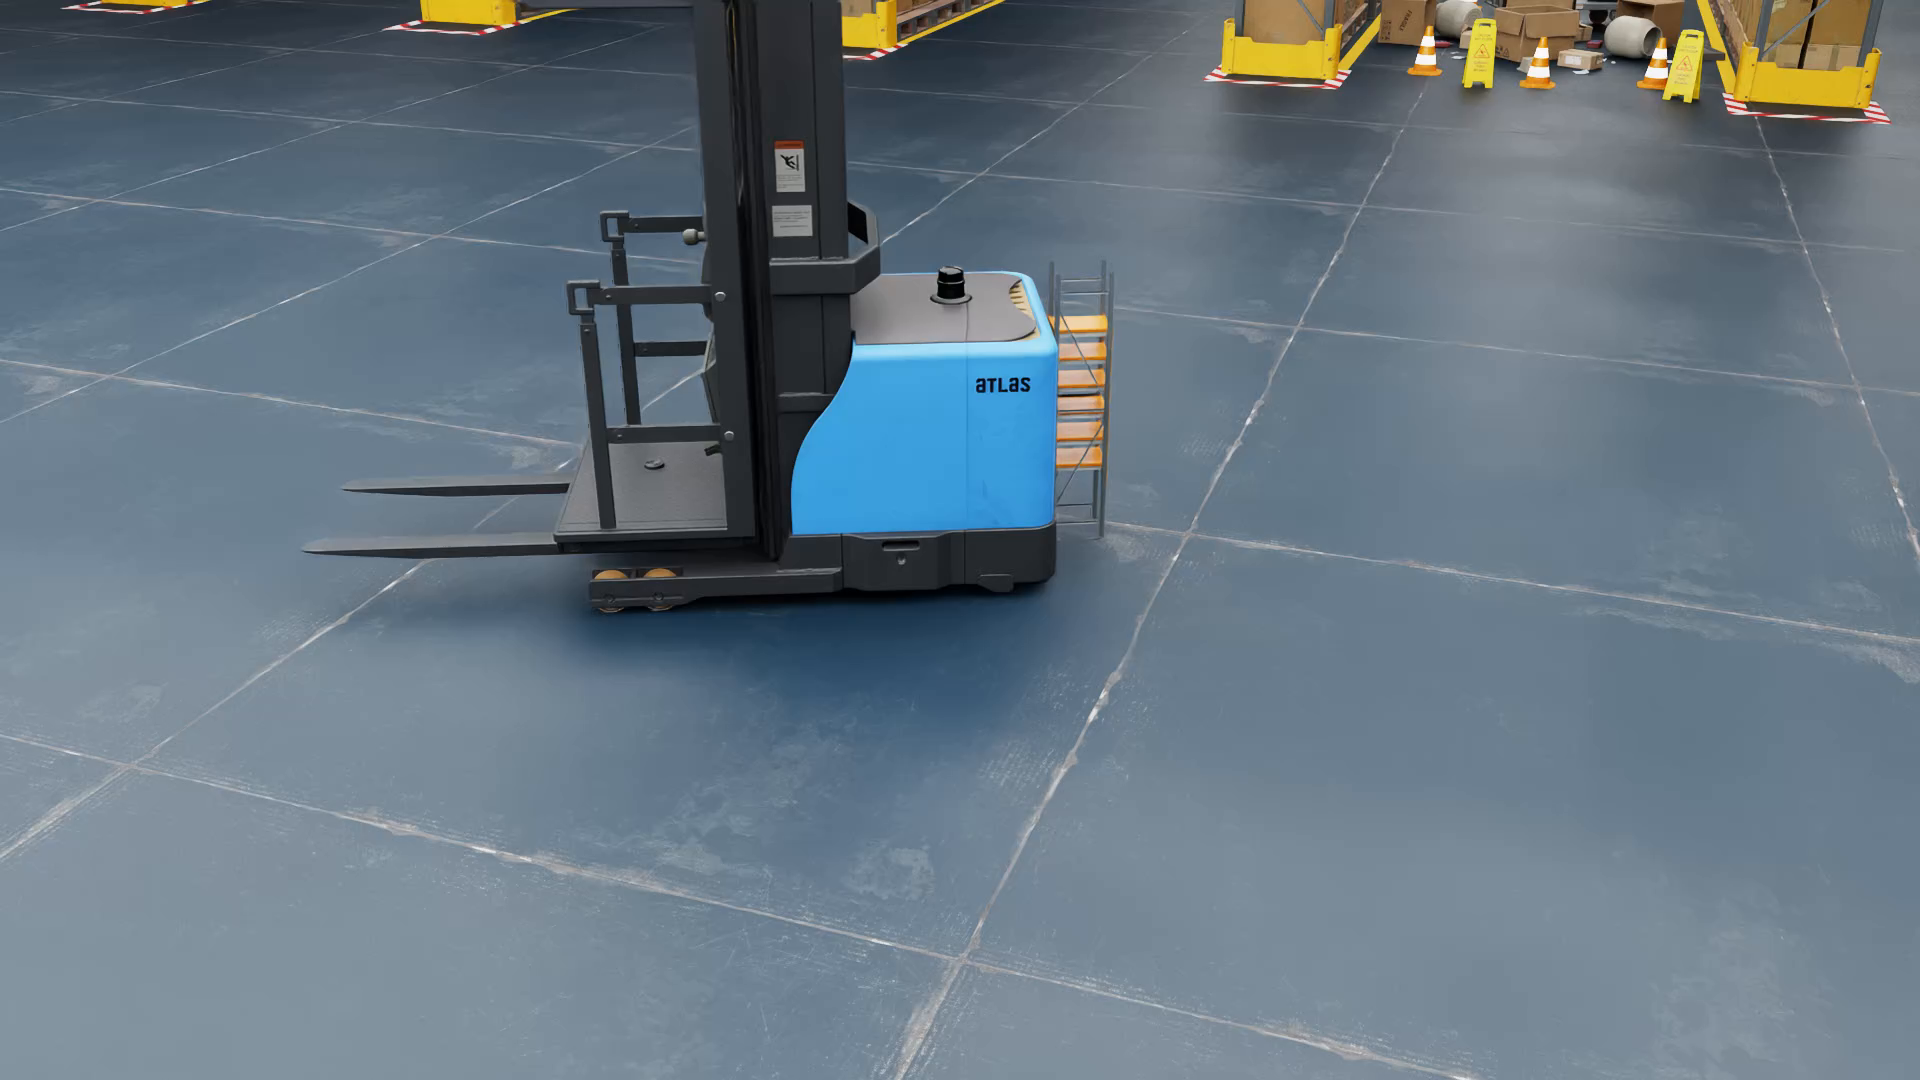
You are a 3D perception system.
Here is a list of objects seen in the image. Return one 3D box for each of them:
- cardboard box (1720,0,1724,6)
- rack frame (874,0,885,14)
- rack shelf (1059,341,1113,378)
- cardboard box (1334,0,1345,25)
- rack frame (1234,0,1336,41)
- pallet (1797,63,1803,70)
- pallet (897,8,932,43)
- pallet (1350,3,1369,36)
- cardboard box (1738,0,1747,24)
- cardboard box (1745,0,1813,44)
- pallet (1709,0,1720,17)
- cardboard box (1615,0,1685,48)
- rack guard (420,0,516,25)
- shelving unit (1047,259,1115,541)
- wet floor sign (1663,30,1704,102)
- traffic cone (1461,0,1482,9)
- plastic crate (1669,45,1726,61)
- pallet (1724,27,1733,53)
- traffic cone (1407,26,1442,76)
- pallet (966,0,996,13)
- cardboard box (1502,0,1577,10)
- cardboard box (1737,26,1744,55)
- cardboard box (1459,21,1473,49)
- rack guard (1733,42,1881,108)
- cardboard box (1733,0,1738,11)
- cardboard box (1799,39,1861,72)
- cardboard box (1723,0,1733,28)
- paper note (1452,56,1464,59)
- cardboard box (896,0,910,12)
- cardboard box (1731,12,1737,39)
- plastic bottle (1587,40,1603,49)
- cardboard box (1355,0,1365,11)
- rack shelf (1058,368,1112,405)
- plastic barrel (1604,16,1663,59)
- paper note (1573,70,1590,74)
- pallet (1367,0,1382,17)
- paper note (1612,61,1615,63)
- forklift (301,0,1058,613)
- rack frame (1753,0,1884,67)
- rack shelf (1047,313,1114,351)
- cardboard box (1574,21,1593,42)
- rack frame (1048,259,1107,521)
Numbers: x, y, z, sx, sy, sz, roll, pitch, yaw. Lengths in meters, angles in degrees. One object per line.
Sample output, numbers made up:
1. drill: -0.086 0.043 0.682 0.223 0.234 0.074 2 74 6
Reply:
1. cardboard box: 9.757 -6.684 20.146 0.950 0.372 0.625 11 28 21
2. rack frame: -1.328 -6.959 18.180 1.000 3.000 0.127 9 27 17
3. rack shelf: 0.498 -0.756 6.985 0.258 0.103 0.180 -2 26 -5
4. cardboard box: 3.770 -6.081 18.323 0.875 0.875 0.875 8 27 17
5. rack frame: 3.316 -6.198 16.609 1.000 3.000 0.127 9 27 17
6. pallet: 8.346 -4.627 16.563 1.003 0.211 1.213 9 27 17
7. pallet: -0.999 -6.064 19.532 1.003 0.211 1.213 9 27 17
8. pallet: 4.320 -6.286 19.990 1.003 0.211 1.213 9 27 17
9. cardboard box: 8.383 -5.599 17.185 0.500 0.500 0.500 8 27 16
10. cardboard box: 8.038 -5.178 16.315 0.500 0.500 0.500 9 27 18
11. pallet: 10.010 -6.734 20.915 1.003 0.211 1.213 9 27 17
12. cardboard box: 7.709 -5.799 18.650 0.500 0.500 0.500 -14 29 -27
13. rack guard: -6.018 -6.590 20.287 1.175 0.500 0.348 9 27 17
14. shelving unit: 0.498 -0.580 7.070 0.258 1.200 0.189 -2 26 -5
15. wet floor sign: 6.945 -4.539 15.885 0.267 0.644 0.232 20 32 35
16. traffic cone: 6.517 -7.032 21.243 0.336 0.463 0.334 9 27 17
17. plastic crate: 8.053 -5.325 18.157 0.402 0.080 0.583 0 26 -1
18. pallet: 9.158 -5.629 18.634 1.003 0.211 1.213 9 27 17
19. traffic cone: 4.832 -5.069 17.187 0.336 0.463 0.334 9 27 17
20. pallet: -0.187 -7.066 21.602 1.003 0.211 1.213 9 27 17
21. cardboard box: 6.518 -5.934 18.772 0.797 0.637 0.503 9 27 17
22. cardboard box: 8.212 -5.056 16.924 0.500 0.250 0.500 9 27 18
23. cardboard box: 5.812 -5.638 18.589 0.396 0.266 0.258 14 29 26
24. rack guard: 8.043 -4.428 15.821 1.175 0.500 0.348 9 27 17
25. cardboard box: 8.730 -6.029 18.074 0.500 0.500 0.500 10 28 20
26. cardboard box: 8.547 -4.765 16.322 0.500 0.250 0.500 9 27 17
27. cardboard box: 8.897 -5.914 18.695 0.500 0.250 0.500 7 27 15
28. paper note: 5.425 -5.242 18.043 0.144 0.017 0.142 20 32 35
29. cardboard box: -0.938 -6.528 19.676 0.500 0.500 0.500 17 30 31
30. cardboard box: 8.556 -5.474 17.788 0.500 0.250 0.500 8 27 17
31. plastic bottle: 7.150 -5.585 18.714 0.133 0.061 0.283 14 29 26
32. cardboard box: 4.372 -6.826 19.863 0.875 0.875 0.875 9 27 18
33. rack shelf: 0.498 -0.648 7.037 0.258 0.103 0.180 -2 26 -5
34. plastic barrel: 7.277 -5.431 17.980 0.421 0.421 0.512 -14 29 -27
35. paper note: 6.455 -4.863 17.258 0.148 0.019 0.142 0 26 -1
36. pallet: 4.833 -6.915 21.289 1.003 0.211 1.213 9 27 17
37. paper note: 6.999 -5.118 17.810 0.032 0.001 0.123 9 27 17
38. forklift: -1.150 -1.268 6.506 3.031 2.935 1.130 -2 26 -4
39. rack frame: 8.017 -5.522 15.212 1.000 3.000 0.127 9 27 17
40. rack shelf: 0.498 -0.864 6.933 0.258 0.103 0.180 -2 26 -5
41. cardboard box: 7.053 -5.911 19.154 0.258 0.266 0.396 -9 27 -18
42. rack frame: 0.490 -0.619 7.152 0.240 1.200 0.006 -2 26 -5
